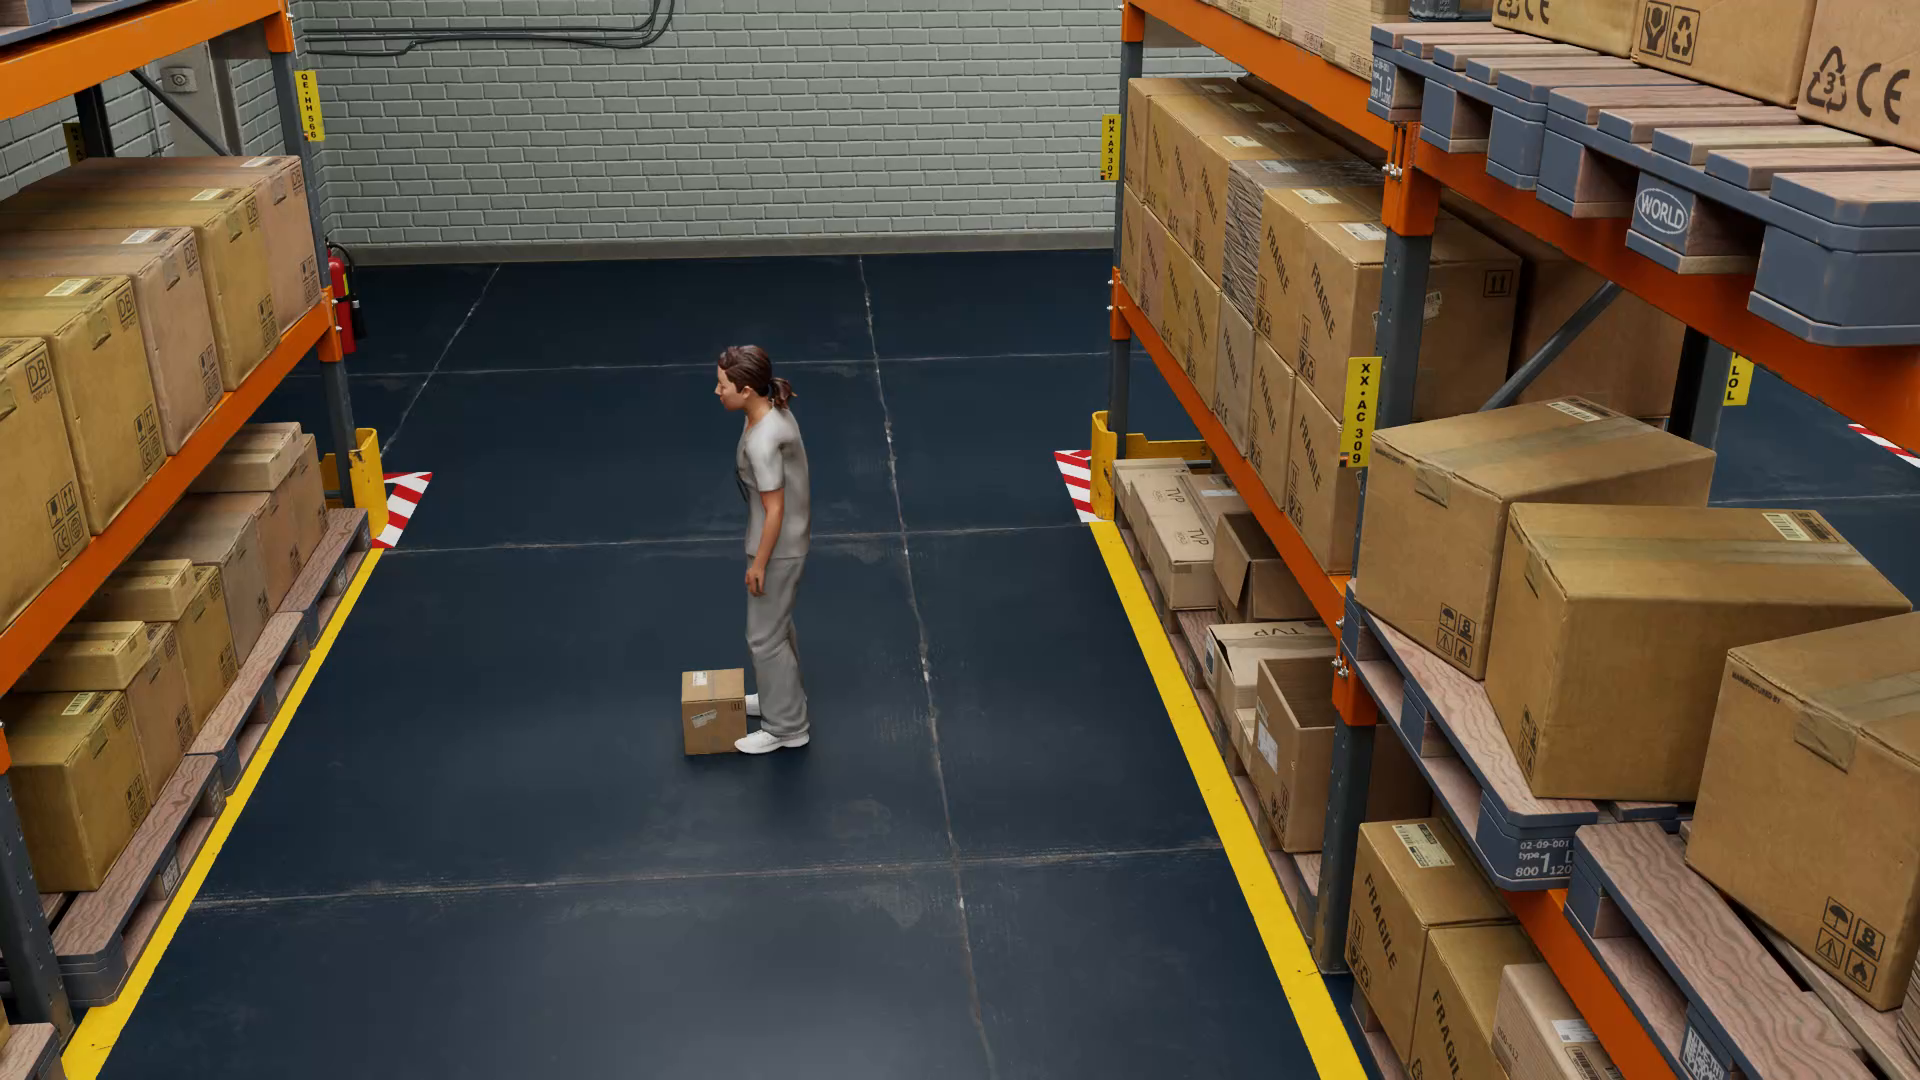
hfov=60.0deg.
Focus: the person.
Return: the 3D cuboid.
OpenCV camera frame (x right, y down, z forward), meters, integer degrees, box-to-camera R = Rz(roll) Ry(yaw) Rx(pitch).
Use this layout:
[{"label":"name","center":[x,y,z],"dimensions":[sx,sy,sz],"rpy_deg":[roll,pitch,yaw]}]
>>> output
[{"label":"person","center":[-0.756,0.032,6.529],"dimensions":[0.357,1.673,0.486],"rpy_deg":[-2,24,-5]}]
